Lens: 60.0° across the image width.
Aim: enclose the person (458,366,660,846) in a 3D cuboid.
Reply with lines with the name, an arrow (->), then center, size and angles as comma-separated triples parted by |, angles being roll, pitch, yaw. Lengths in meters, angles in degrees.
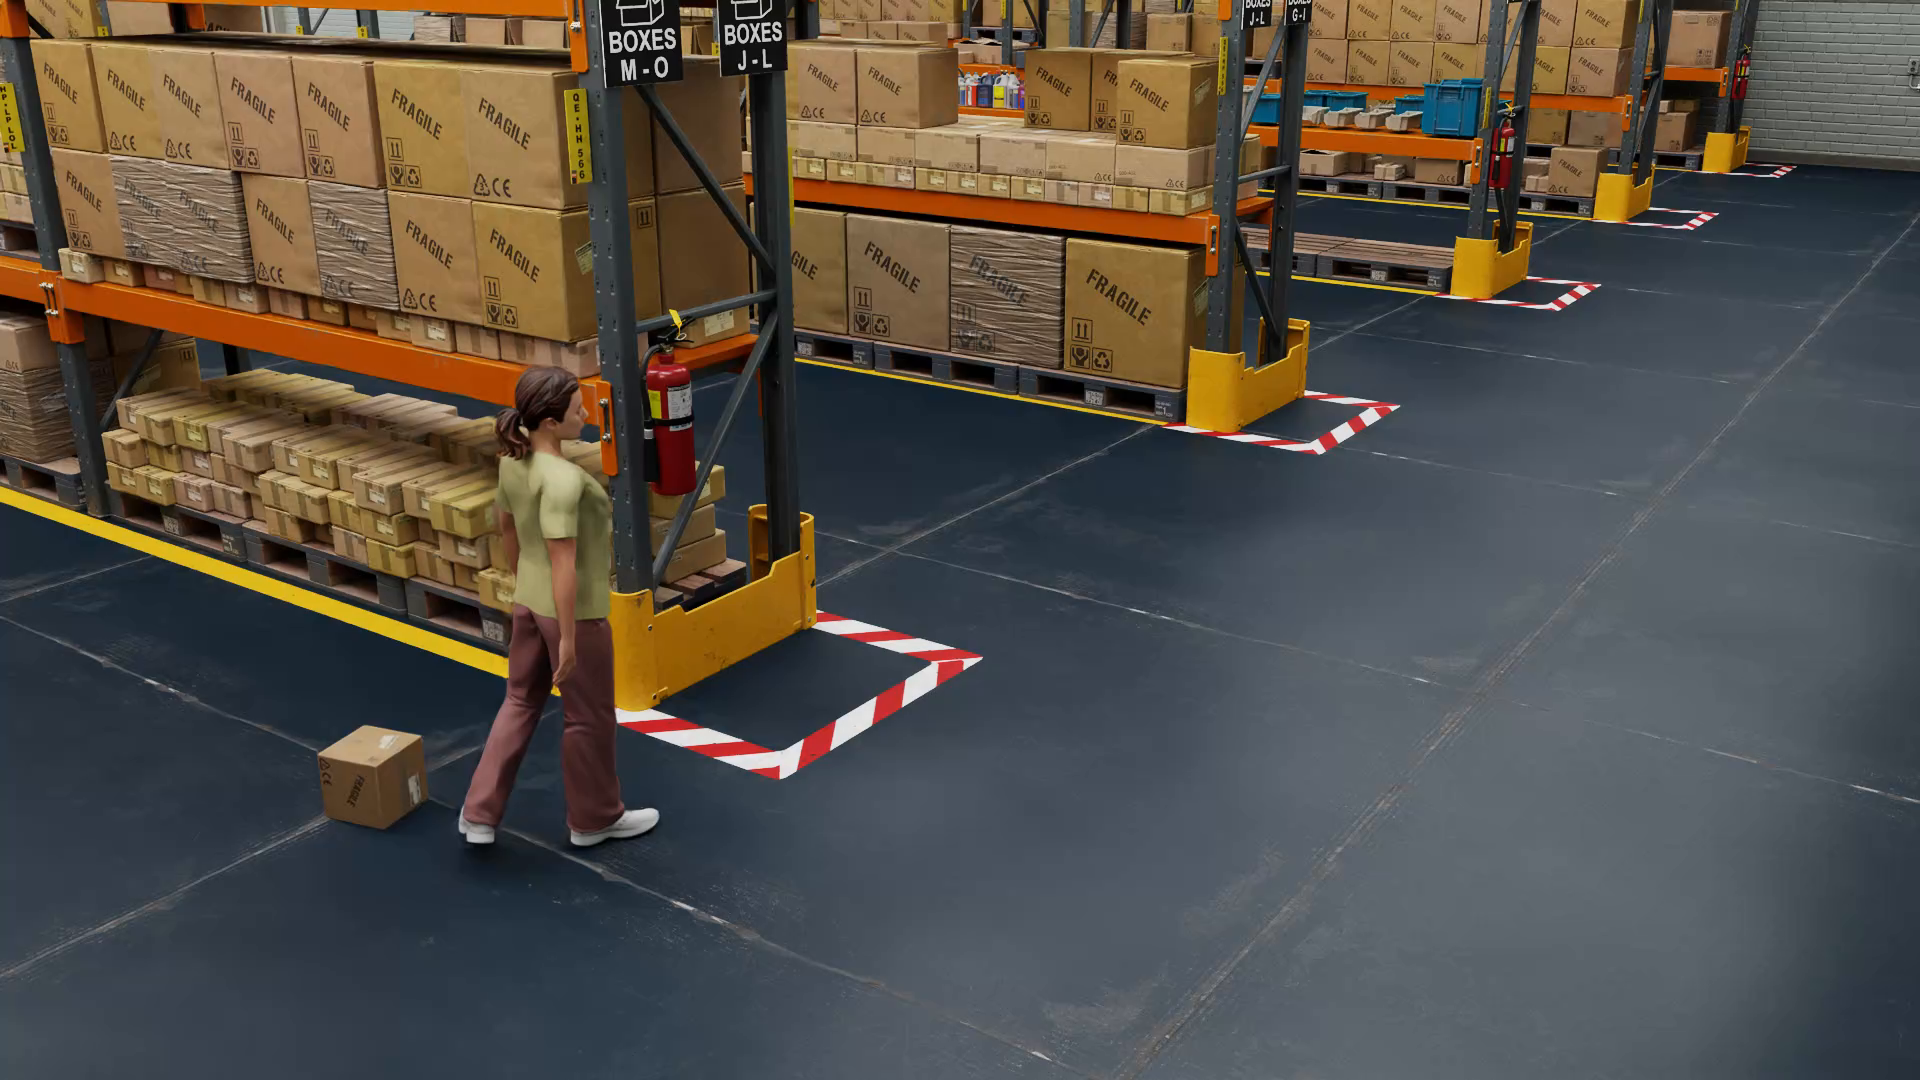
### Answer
person -> -1.366, 0.238, 5.399 | 0.605, 1.664, 0.604 | -18, 27, -41
